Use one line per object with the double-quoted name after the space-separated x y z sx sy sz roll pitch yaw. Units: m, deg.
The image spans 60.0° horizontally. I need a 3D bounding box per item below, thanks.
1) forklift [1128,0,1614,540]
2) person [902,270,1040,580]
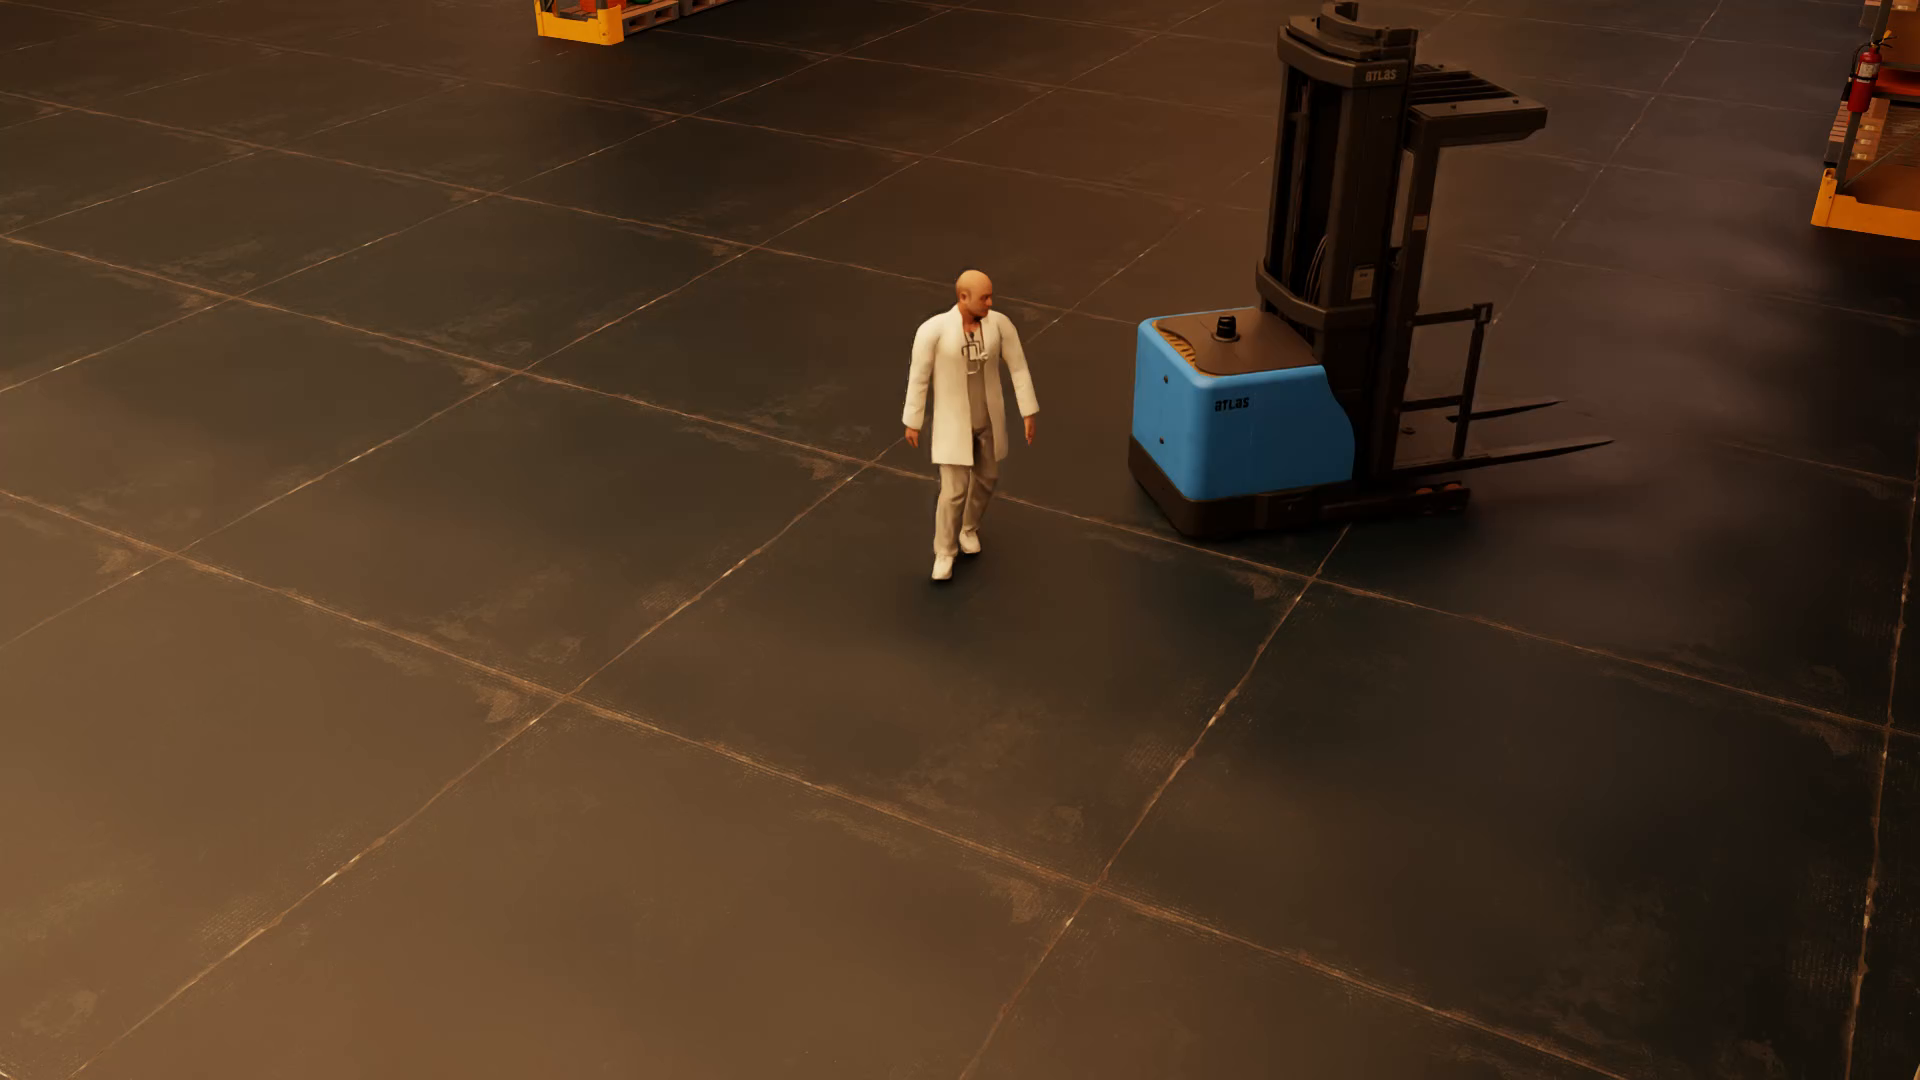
2.653 -1.671 9.966 3.031 2.935 1.130 -8 31 -14 "forklift"
0.045 -0.675 9.436 0.719 1.748 0.604 -14 33 -22 "person"
